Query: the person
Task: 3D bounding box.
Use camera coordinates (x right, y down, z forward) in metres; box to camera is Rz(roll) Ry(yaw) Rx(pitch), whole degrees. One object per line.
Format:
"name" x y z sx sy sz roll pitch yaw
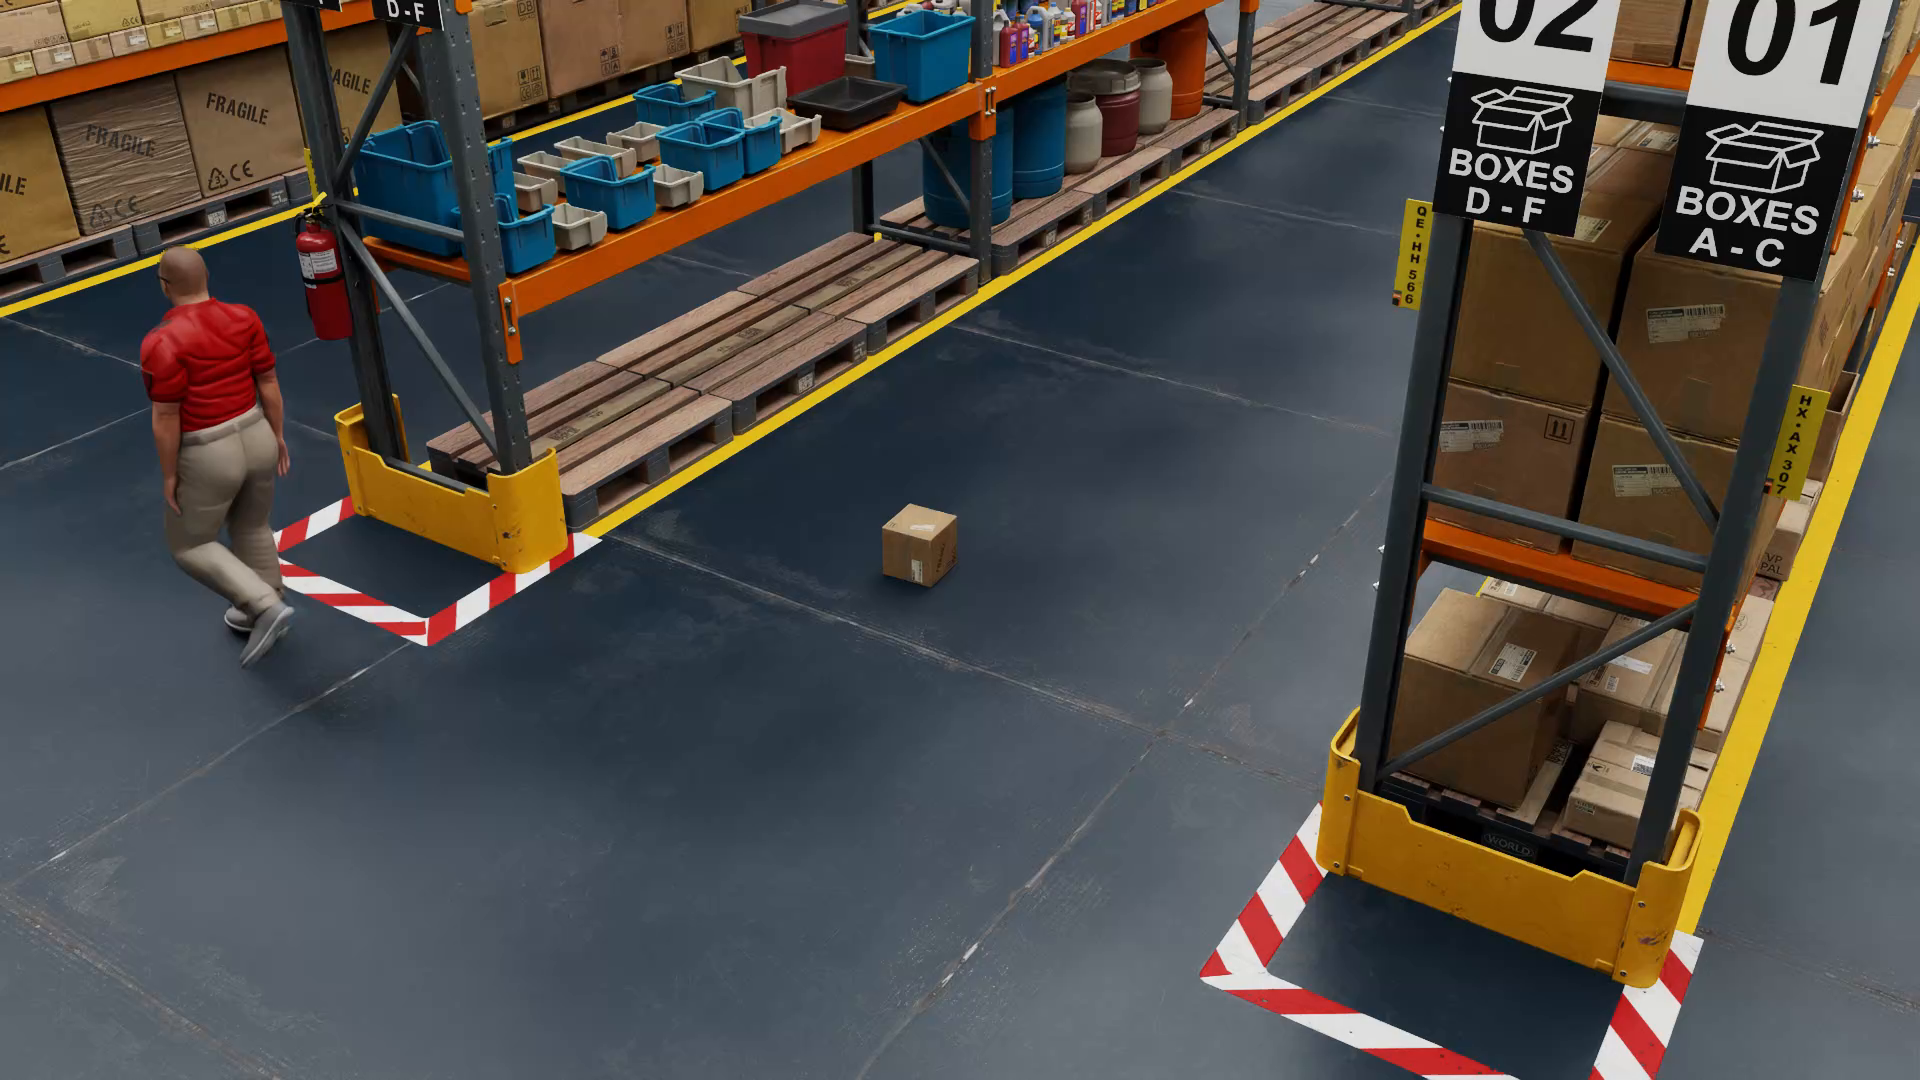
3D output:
"person" -2.914 -0.324 6.650 0.595 1.720 0.586 16 34 25
